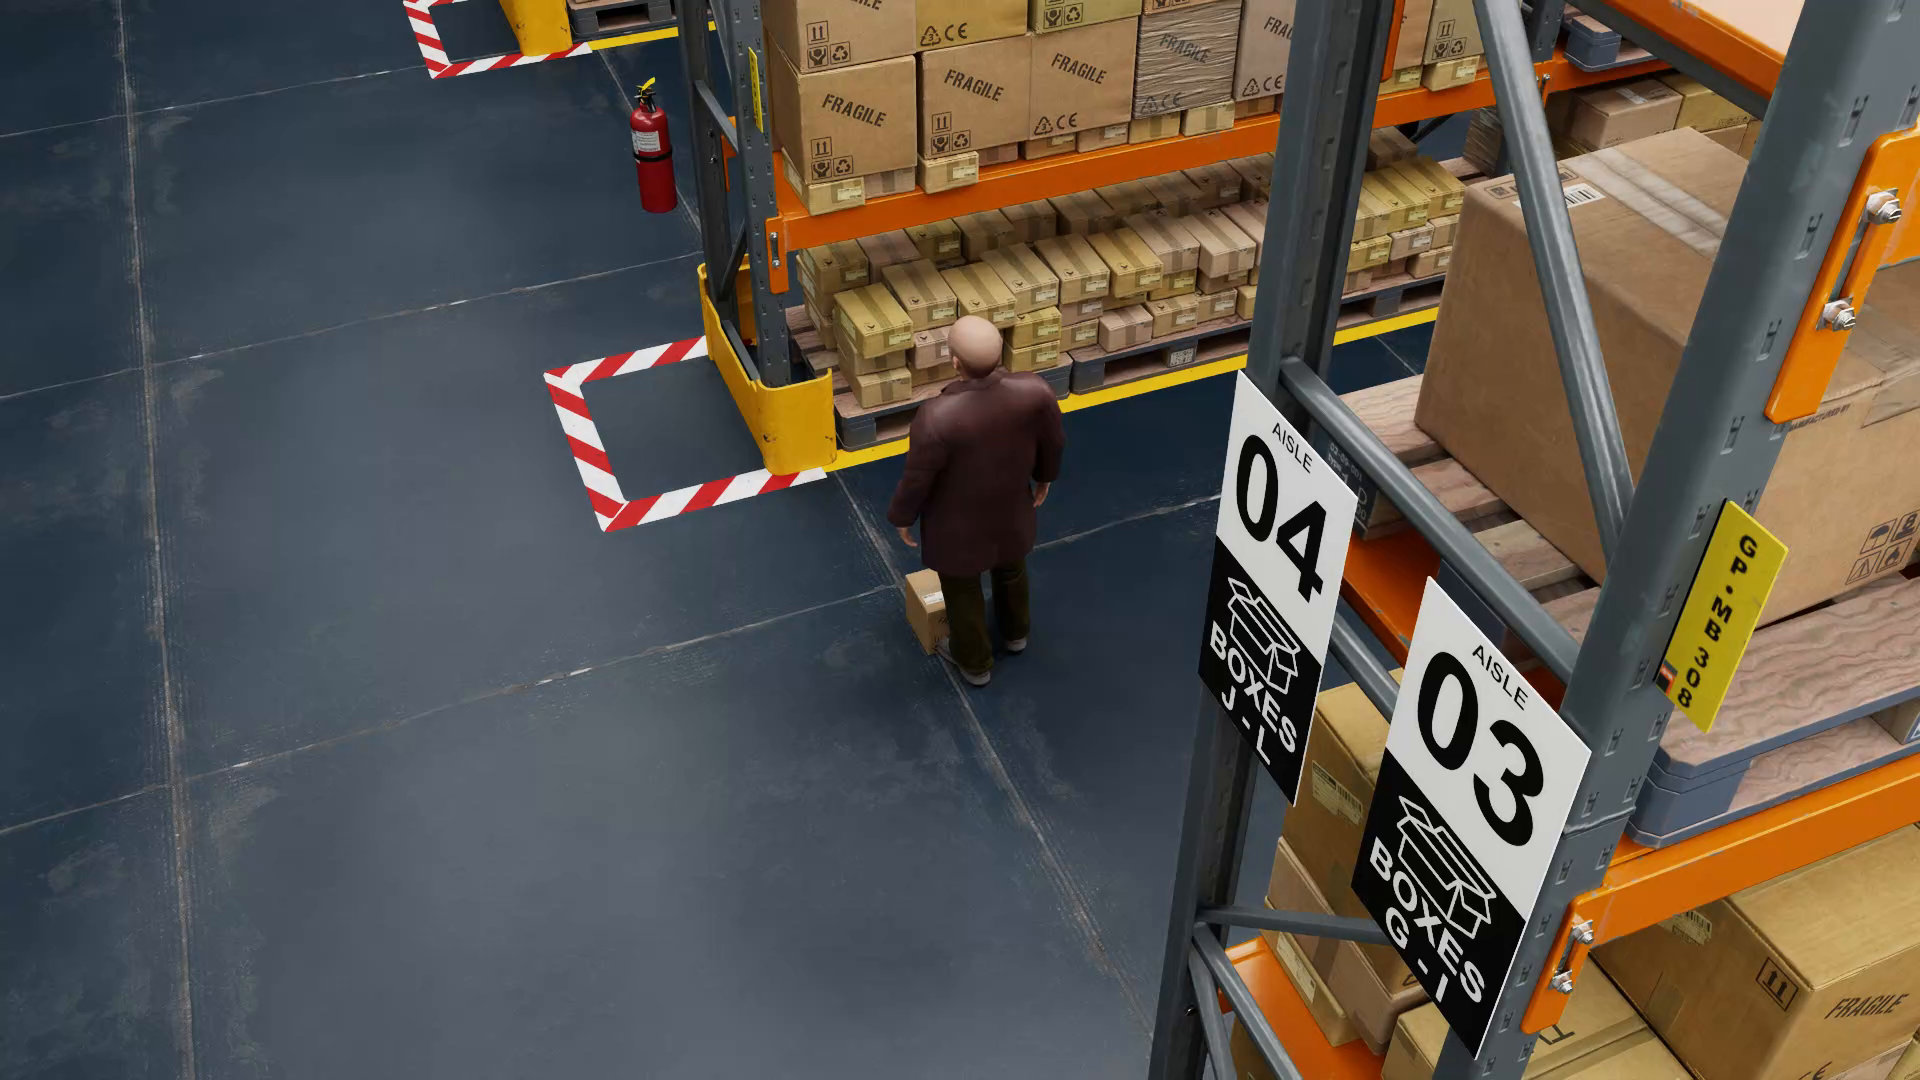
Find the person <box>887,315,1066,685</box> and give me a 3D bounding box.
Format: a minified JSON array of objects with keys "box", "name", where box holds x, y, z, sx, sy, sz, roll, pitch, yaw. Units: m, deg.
[{"box":[0.027,-0.187,6.370,0.698,1.779,0.579,-15,43,-17],"name":"person"}]
